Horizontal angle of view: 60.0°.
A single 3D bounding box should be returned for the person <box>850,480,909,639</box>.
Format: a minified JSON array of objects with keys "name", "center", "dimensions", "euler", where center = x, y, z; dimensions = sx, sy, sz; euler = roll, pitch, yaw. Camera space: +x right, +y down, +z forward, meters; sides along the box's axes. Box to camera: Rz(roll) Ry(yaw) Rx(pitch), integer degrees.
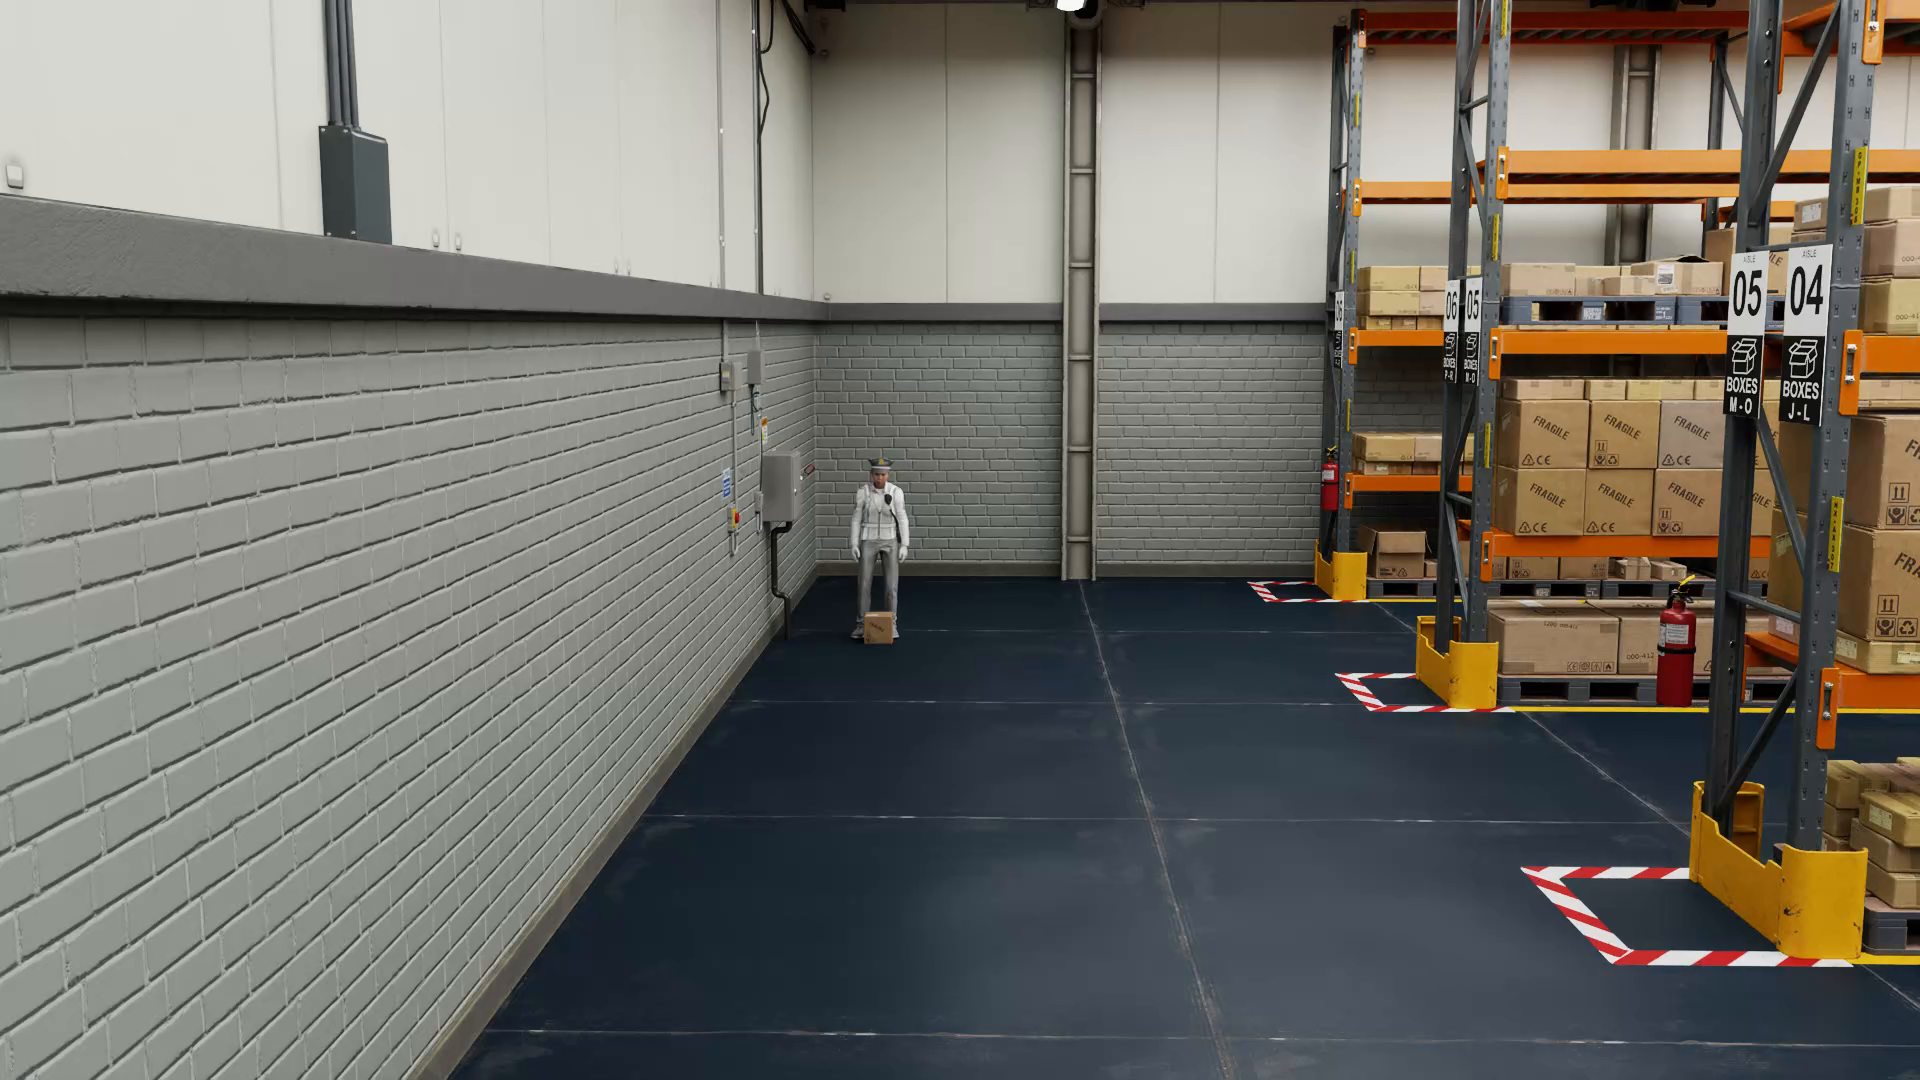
[{"name":"person","center":[-0.737,0.163,15.273],"dimensions":[0.538,1.464,0.352],"euler":[0,7,0]}]
